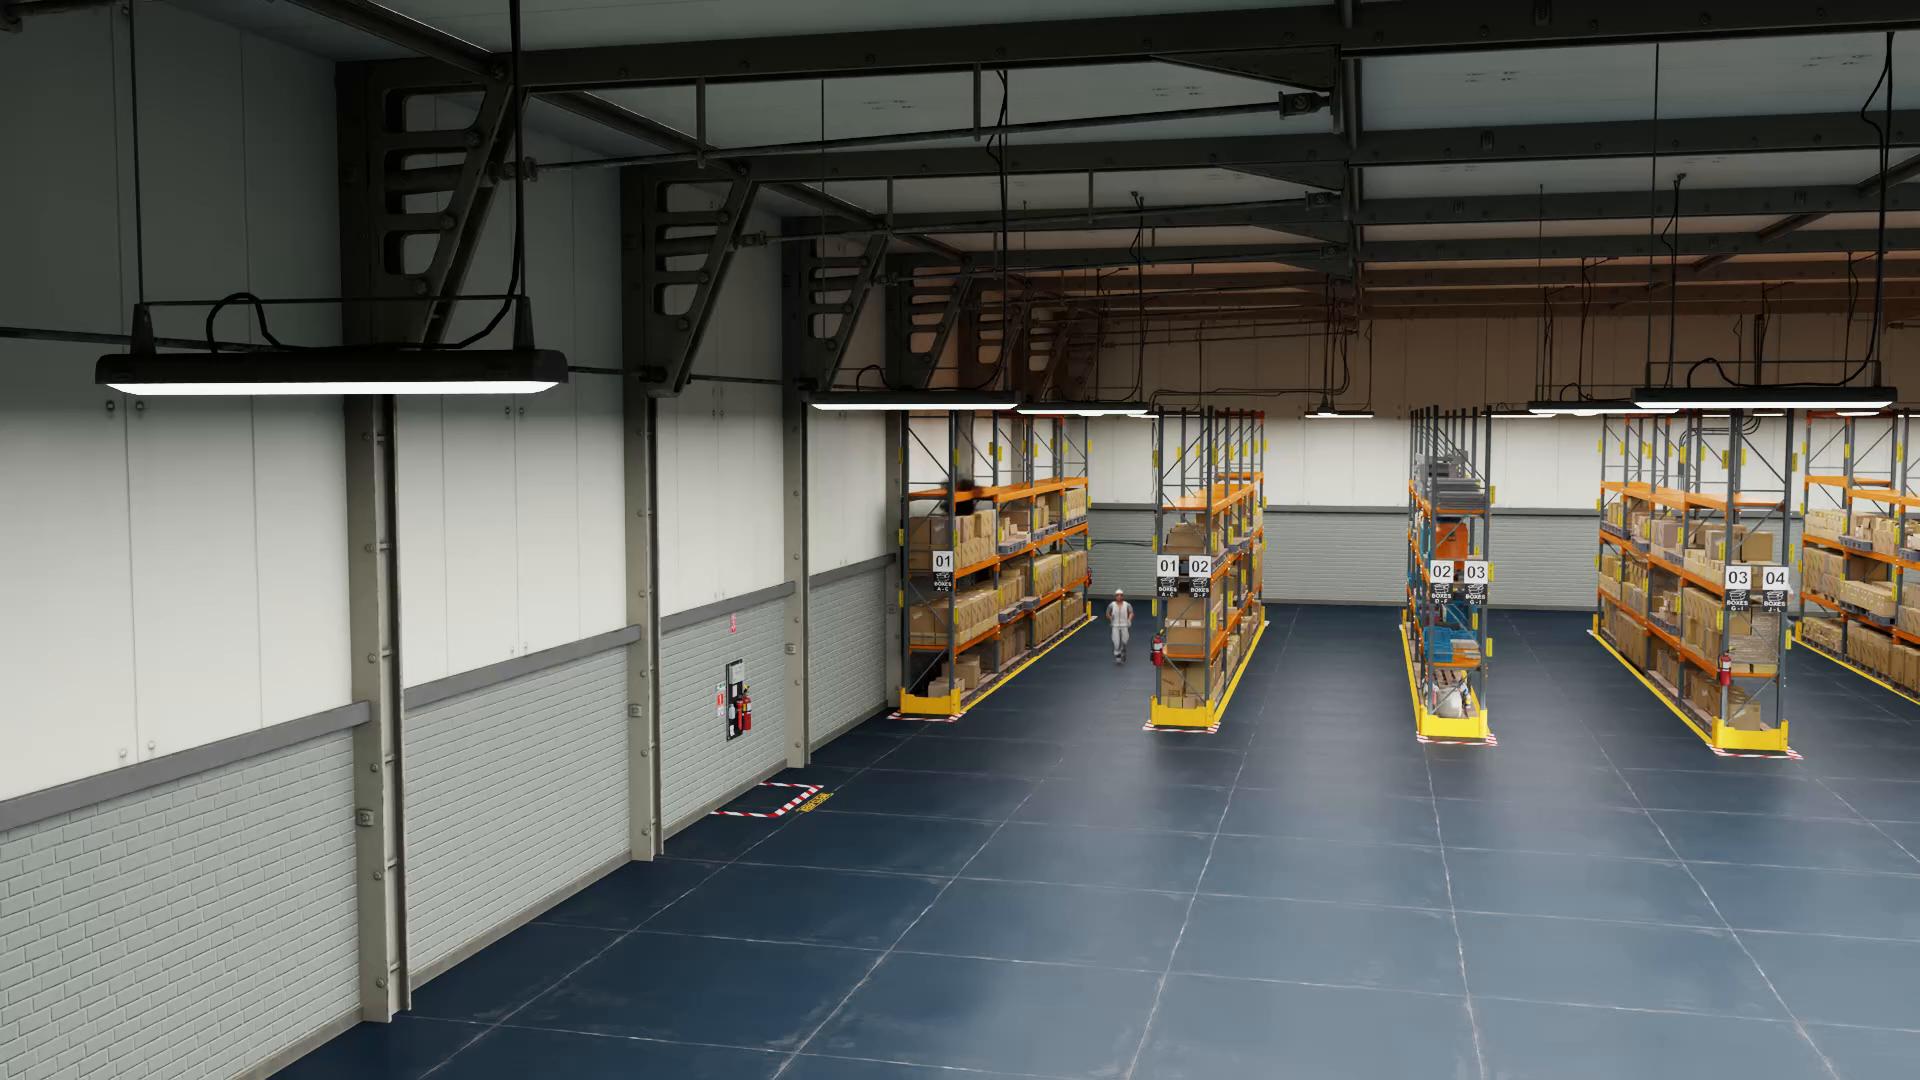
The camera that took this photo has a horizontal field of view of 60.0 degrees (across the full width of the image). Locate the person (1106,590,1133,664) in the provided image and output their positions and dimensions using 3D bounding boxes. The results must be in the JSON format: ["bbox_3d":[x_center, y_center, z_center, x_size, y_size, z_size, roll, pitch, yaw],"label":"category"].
[{"bbox_3d":[3.749,2.047,38.972,0.643,1.740,0.582,0,4,3],"label":"person"}]

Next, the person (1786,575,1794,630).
[{"bbox_3d":[21.954,1.719,44.574,0.819,1.597,0.669,1,4,20],"label":"person"}]

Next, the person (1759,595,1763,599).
[{"bbox_3d":[20.306,1.943,41.756,0.609,1.622,0.668,1,4,19],"label":"person"}]
